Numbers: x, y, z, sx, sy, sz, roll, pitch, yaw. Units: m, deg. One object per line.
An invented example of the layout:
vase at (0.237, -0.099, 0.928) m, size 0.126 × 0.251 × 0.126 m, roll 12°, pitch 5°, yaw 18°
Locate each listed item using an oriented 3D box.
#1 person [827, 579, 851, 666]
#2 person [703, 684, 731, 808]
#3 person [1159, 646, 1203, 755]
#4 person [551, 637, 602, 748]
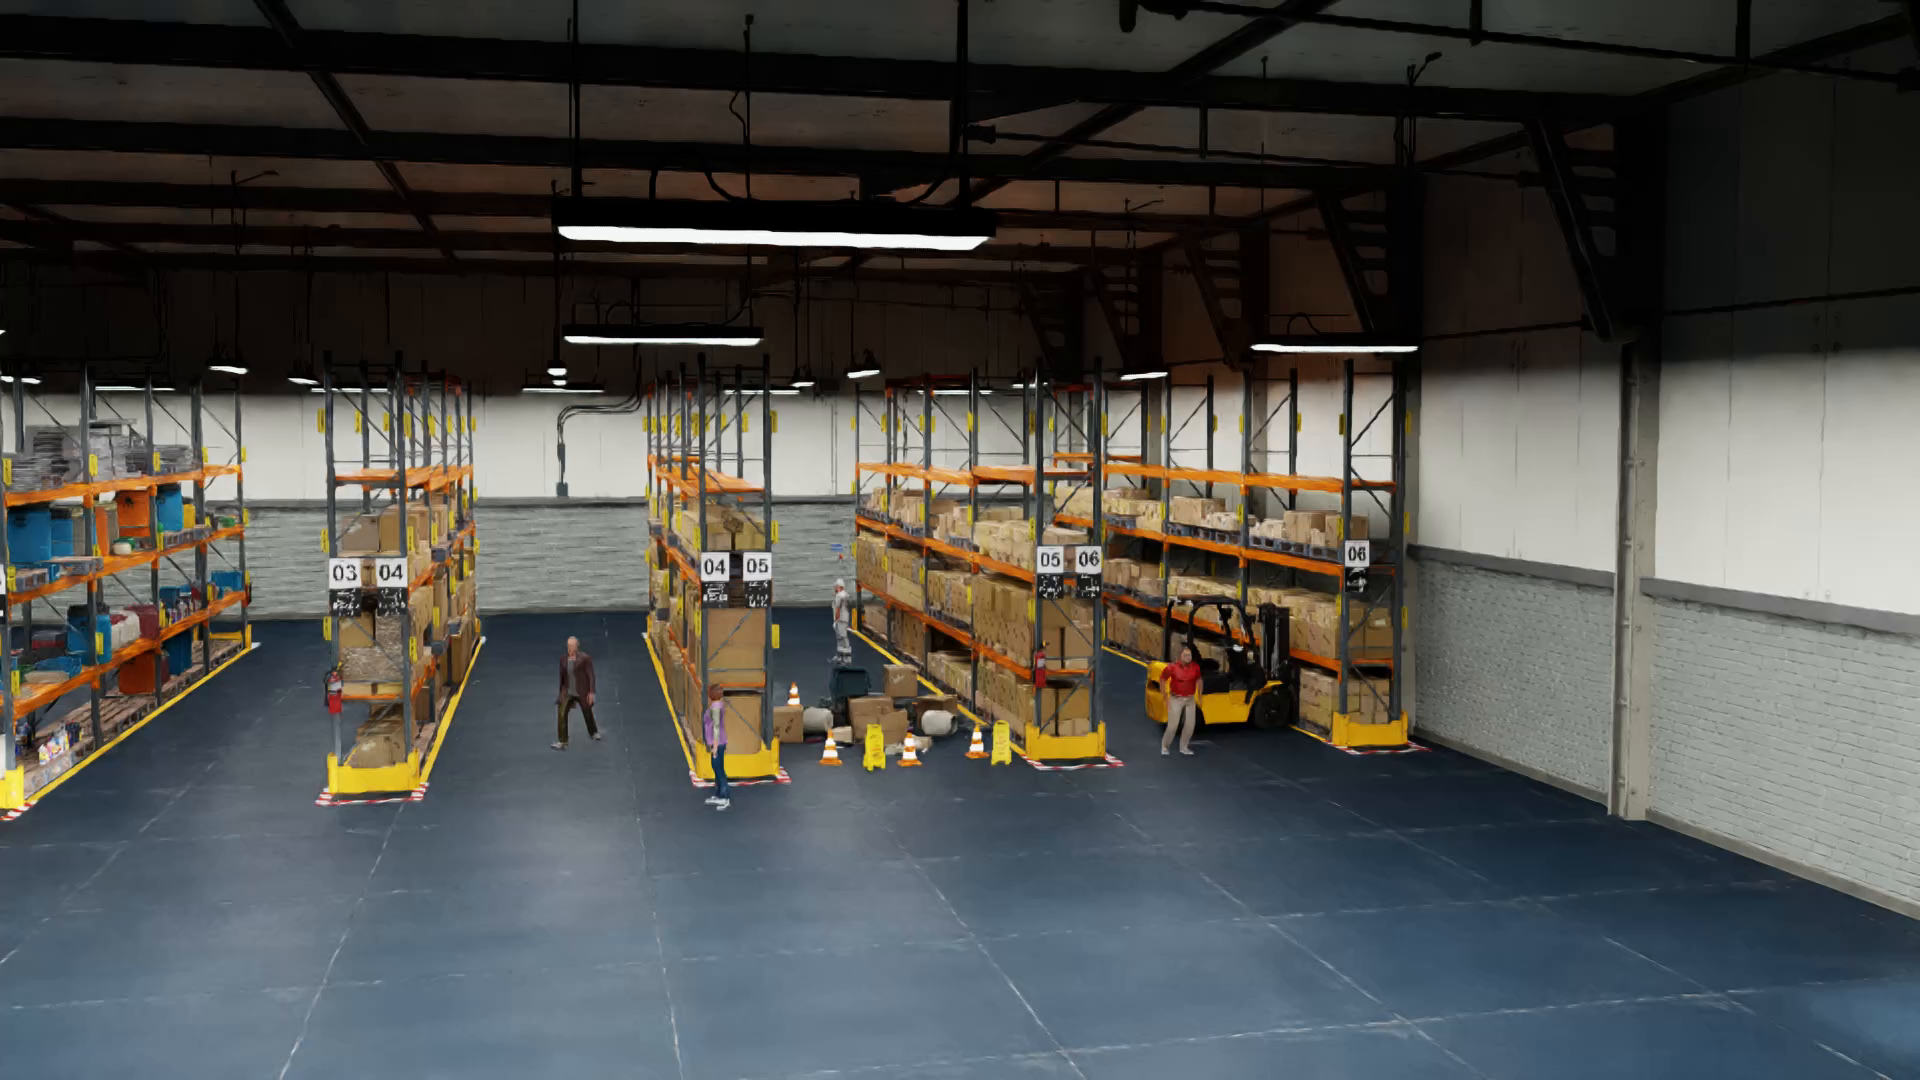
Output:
person at (-2.510, 1.693, 34.556) m, size 0.581 × 1.785 × 0.664 m, roll 1°, pitch 4°, yaw 8°
person at (-3.183, 2.681, 21.771) m, size 0.355 × 1.597 × 0.525 m, roll 0°, pitch 4°, yaw -6°
person at (3.338, 2.425, 25.105) m, size 0.682 × 1.675 × 0.529 m, roll -1°, pitch 4°, yaw -15°
person at (-5.956, 2.398, 25.846) m, size 0.635 × 1.619 × 1.046 m, roll 1°, pitch 4°, yaw 7°
